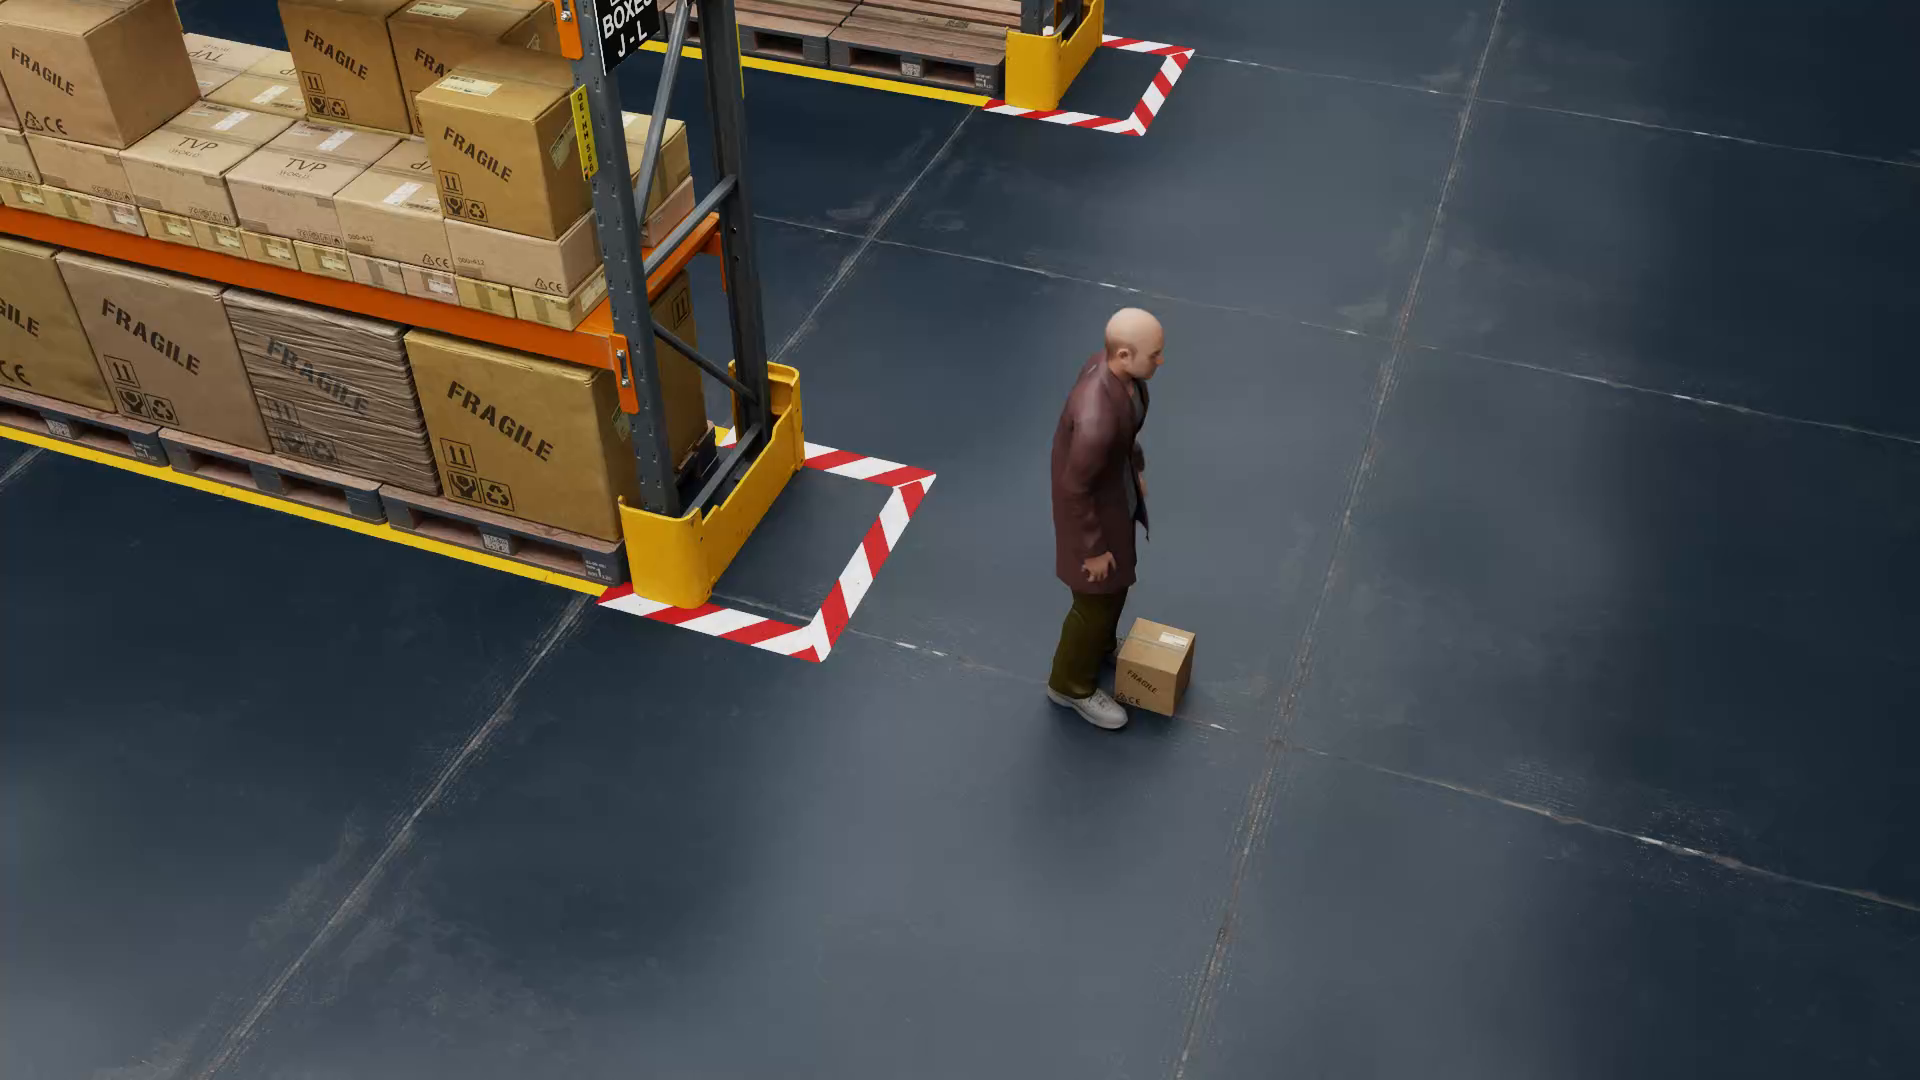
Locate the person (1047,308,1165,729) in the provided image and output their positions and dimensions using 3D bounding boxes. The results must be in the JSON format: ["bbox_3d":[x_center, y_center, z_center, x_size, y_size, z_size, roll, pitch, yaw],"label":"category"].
[{"bbox_3d":[0.555,-0.112,6.299,0.423,1.774,0.642,14,43,15],"label":"person"}]
